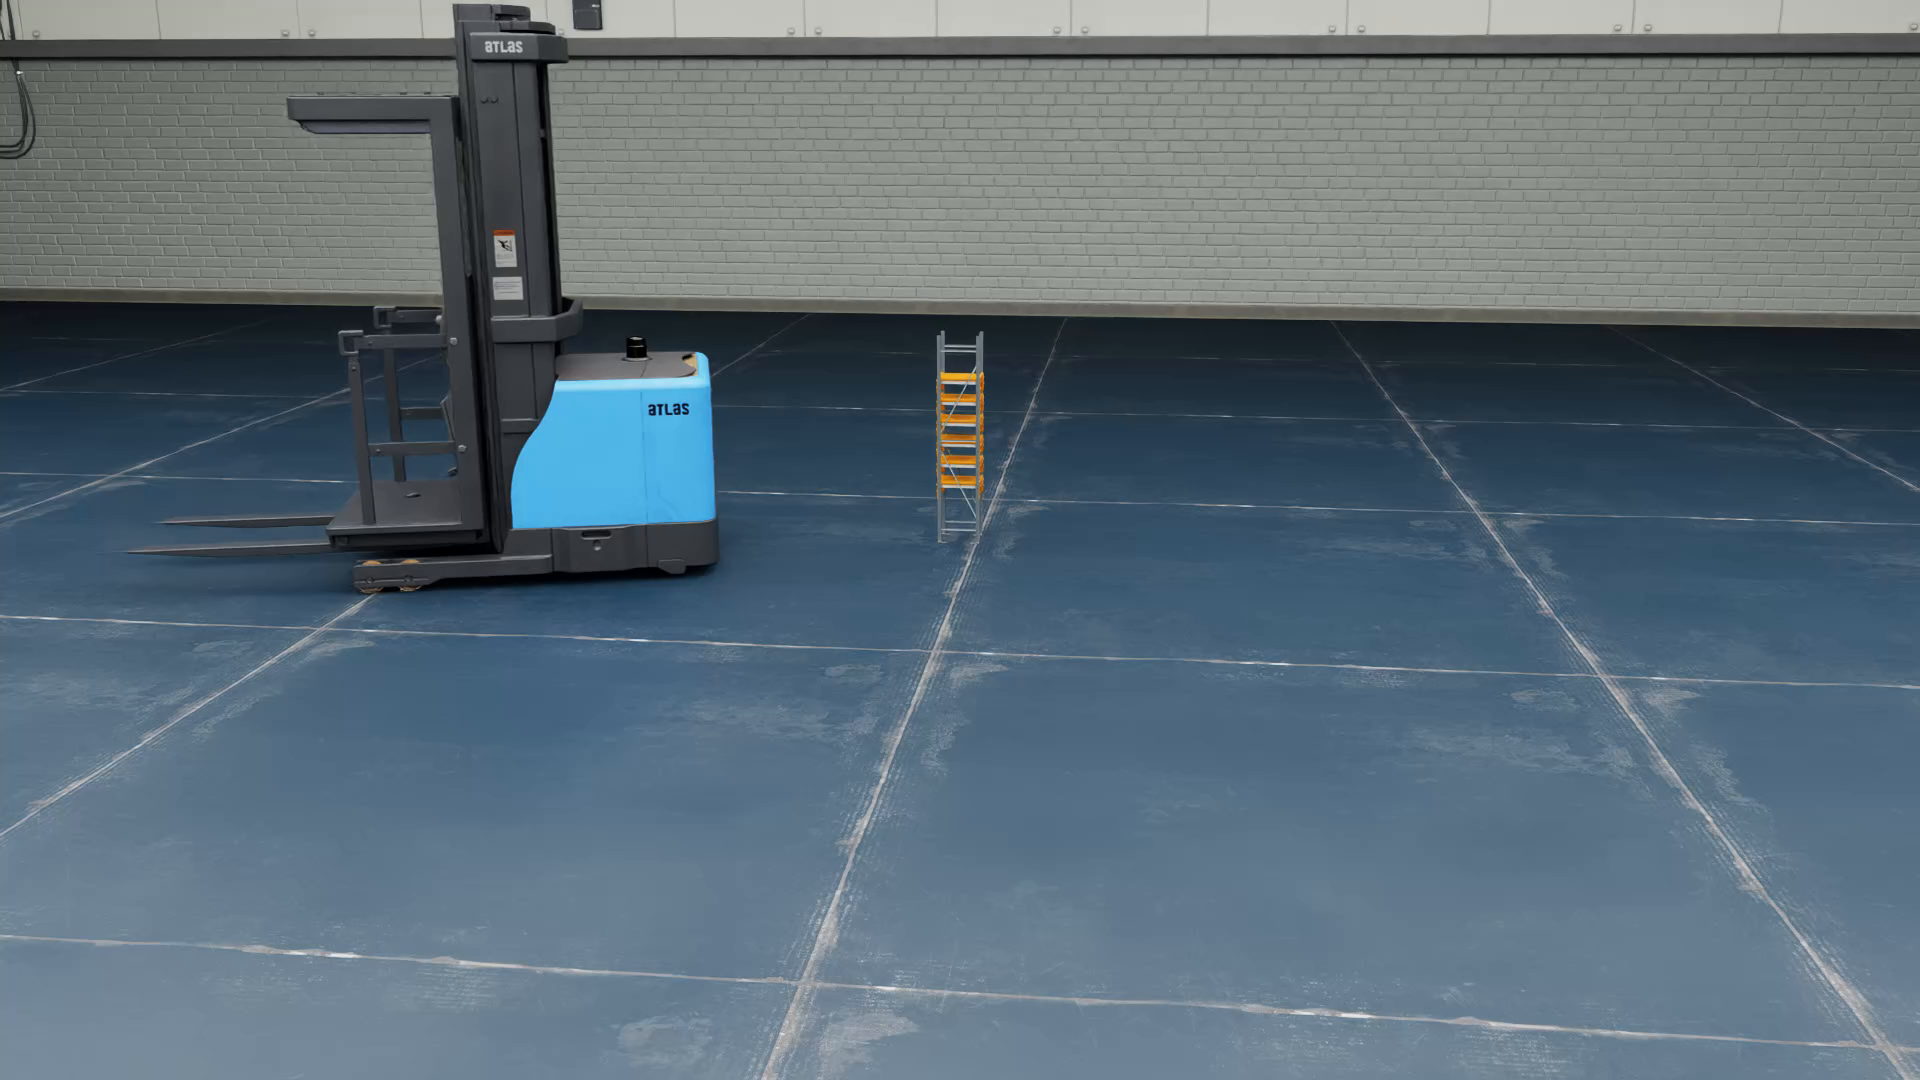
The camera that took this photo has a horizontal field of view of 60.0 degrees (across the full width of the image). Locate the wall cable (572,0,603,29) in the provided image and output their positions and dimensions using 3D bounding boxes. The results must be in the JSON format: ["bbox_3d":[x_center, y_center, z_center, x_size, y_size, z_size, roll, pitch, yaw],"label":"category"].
[{"bbox_3d":[-3.248,-8.693,18.057,2.305,6.003,0.169,2,15,6],"label":"wall cable"}]

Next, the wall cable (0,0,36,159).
[{"bbox_3d":[-12.679,-5.837,19.956,3.097,2.526,0.112,2,15,6],"label":"wall cable"}]

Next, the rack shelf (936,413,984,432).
[{"bbox_3d":[0.002,-0.656,9.500,0.258,0.103,0.180,2,15,6],"label":"rack shelf"}]

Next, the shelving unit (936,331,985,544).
[{"bbox_3d":[0.002,-0.583,9.519,0.258,1.200,0.189,2,15,6],"label":"shelving unit"}]

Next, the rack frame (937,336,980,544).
[{"bbox_3d":[-0.009,-0.559,9.432,0.240,1.200,0.006,2,15,6],"label":"rack frame"}]

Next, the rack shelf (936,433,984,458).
[{"bbox_3d":[0.002,-0.540,9.531,0.258,0.103,0.180,2,15,6],"label":"rack shelf"}]

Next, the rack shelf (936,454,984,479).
[{"bbox_3d":[0.002,-0.424,9.562,0.258,0.103,0.180,2,15,6],"label":"rack shelf"}]

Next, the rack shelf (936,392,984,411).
[{"bbox_3d":[0.002,-0.772,9.468,0.258,0.103,0.180,2,15,6],"label":"rack shelf"}]

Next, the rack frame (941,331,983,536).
[{"bbox_3d":[0.012,-0.607,9.607,0.240,1.200,0.006,2,15,6],"label":"rack frame"}]

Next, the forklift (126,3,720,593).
[{"bbox_3d":[-2.864,-1.286,8.804,3.031,2.935,1.130,-2,15,-9],"label":"forklift"}]

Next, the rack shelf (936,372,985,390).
[{"bbox_3d":[0.002,-0.888,9.437,0.258,0.103,0.180,2,15,6],"label":"rack shelf"}]

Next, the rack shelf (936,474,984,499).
[{"bbox_3d":[0.002,-0.308,9.594,0.258,0.103,0.180,2,15,6],"label":"rack shelf"}]
